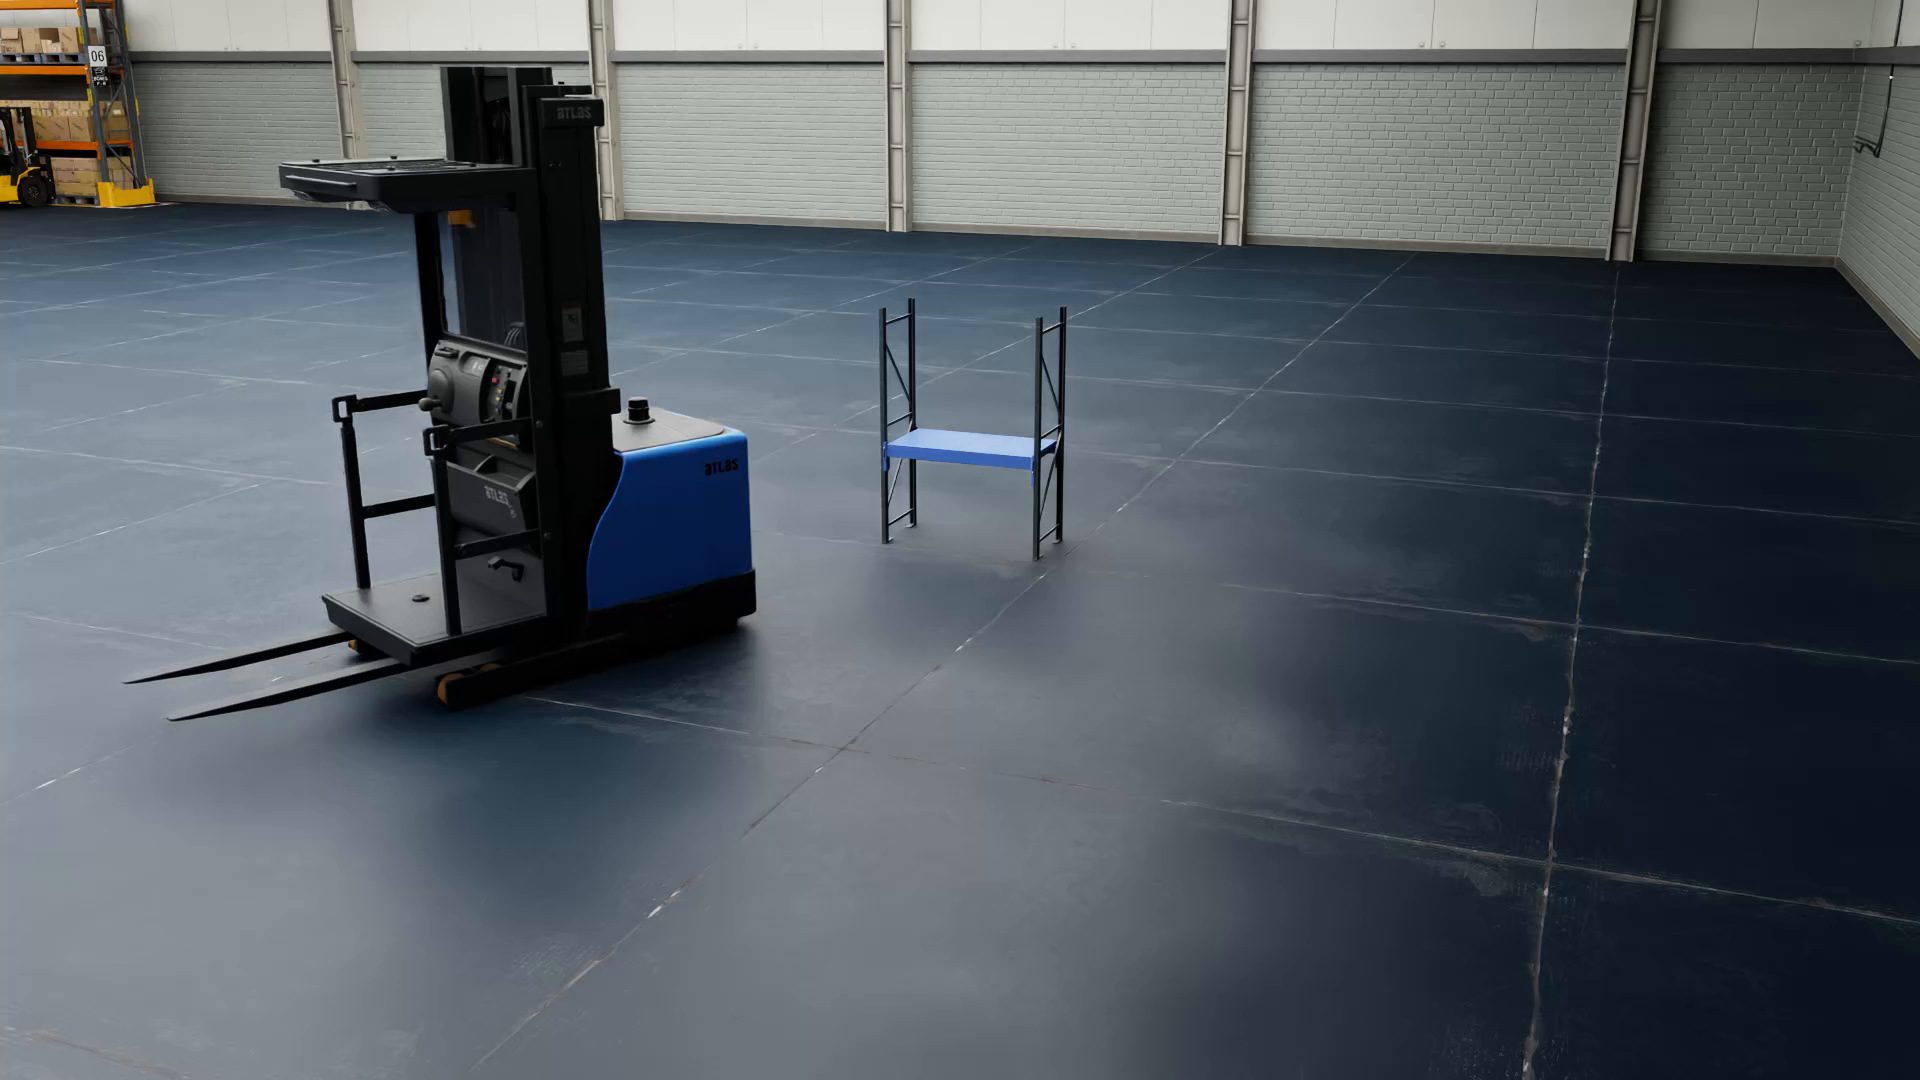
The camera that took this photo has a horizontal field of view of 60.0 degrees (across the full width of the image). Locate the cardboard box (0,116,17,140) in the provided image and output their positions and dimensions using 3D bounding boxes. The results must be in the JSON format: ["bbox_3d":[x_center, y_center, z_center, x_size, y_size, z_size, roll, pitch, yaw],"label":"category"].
[{"bbox_3d":[-19.946,-8.735,35.201,0.500,0.500,0.500,6,17,20],"label":"cardboard box"}]

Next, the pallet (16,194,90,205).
[{"bbox_3d":[-19.362,-7.344,35.593,1.213,0.211,1.003,6,17,21],"label":"pallet"}]

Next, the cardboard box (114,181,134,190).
[{"bbox_3d":[-17.889,-7.473,35.214,0.500,0.250,0.500,6,17,21],"label":"cardboard box"}]

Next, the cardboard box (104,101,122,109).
[{"bbox_3d":[-17.738,-9.083,34.705,0.250,0.149,0.380,6,17,20],"label":"cardboard box"}]

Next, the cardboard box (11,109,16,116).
[{"bbox_3d":[-19.845,-9.020,35.022,0.250,0.149,0.380,6,17,19],"label":"cardboard box"}]

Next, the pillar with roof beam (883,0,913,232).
[{"bbox_3d":[-2.656,-8.719,24.567,0.400,9.000,9.100,6,17,21],"label":"pillar with roof beam"}]

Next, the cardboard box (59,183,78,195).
[{"bbox_3d":[-18.516,-7.392,34.933,0.500,0.250,0.500,6,17,21],"label":"cardboard box"}]

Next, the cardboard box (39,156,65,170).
[{"bbox_3d":[-18.997,-7.918,34.954,0.500,0.250,0.500,7,17,21],"label":"cardboard box"}]

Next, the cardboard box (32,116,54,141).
[{"bbox_3d":[-19.014,-8.629,34.837,0.500,0.500,0.500,6,17,20],"label":"cardboard box"}]

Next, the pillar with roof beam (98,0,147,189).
[{"bbox_3d":[-19.400,-10.560,30.909,0.400,9.000,9.100,6,17,21],"label":"pillar with roof beam"}]

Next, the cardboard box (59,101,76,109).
[{"bbox_3d":[-18.409,-9.012,34.460,0.250,0.149,0.380,7,17,22],"label":"cardboard box"}]

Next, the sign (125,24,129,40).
[{"bbox_3d":[-17.295,-10.533,34.484,0.005,0.325,0.100,6,17,21],"label":"sign"}]

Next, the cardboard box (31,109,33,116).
[{"bbox_3d":[-19.331,-8.987,34.907,0.250,0.149,0.380,6,17,20],"label":"cardboard box"}]

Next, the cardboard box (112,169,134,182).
[{"bbox_3d":[-17.865,-7.714,35.148,0.500,0.250,0.500,7,17,22],"label":"cardboard box"}]

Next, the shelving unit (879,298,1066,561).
[{"bbox_3d":[0.079,-0.712,10.435,1.048,1.500,0.538,6,17,21],"label":"shelving unit"}]

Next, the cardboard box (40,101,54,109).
[{"bbox_3d":[-18.896,-9.055,34.607,0.250,0.149,0.380,7,18,22],"label":"cardboard box"}]

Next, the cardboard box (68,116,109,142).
[{"bbox_3d":[-18.058,-8.521,34.466,0.500,0.500,0.500,6,17,19],"label":"cardboard box"}]

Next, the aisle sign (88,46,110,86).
[{"bbox_3d":[-17.551,-9.656,33.893,0.004,0.787,0.394,6,17,21],"label":"aisle sign"}]

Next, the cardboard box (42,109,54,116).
[{"bbox_3d":[-18.889,-8.917,34.668,0.250,0.149,0.380,6,17,19],"label":"cardboard box"}]

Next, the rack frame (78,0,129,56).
[{"bbox_3d":[-17.504,-11.372,33.705,0.127,3.000,1.000,6,17,21],"label":"rack frame"}]

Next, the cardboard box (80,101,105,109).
[{"bbox_3d":[-17.914,-8.975,34.333,0.250,0.149,0.380,6,17,21],"label":"cardboard box"}]

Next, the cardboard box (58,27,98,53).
[{"bbox_3d":[-18.005,-10.211,33.975,0.500,0.500,0.500,7,18,22],"label":"cardboard box"}]

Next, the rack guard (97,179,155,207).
[{"bbox_3d":[-17.482,-7.288,34.881,0.348,0.500,1.175,6,17,21],"label":"rack guard"}]

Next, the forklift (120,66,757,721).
[{"bbox_3d":[-2.533,-0.770,8.068,3.031,2.935,1.130,-15,22,-41],"label":"forklift"}]

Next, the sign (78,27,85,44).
[{"bbox_3d":[-17.716,-10.179,33.531,0.005,0.325,0.100,6,17,21],"label":"sign"}]

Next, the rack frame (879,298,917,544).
[{"bbox_3d":[-0.394,-0.764,10.614,0.032,1.500,0.500,6,17,21],"label":"rack frame"}]

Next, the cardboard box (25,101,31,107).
[{"bbox_3d":[-19.343,-9.131,34.869,0.250,0.149,0.380,7,17,21],"label":"cardboard box"}]

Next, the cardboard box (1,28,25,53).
[{"bbox_3d":[-19.451,-10.413,34.665,0.637,0.503,0.797,7,18,22],"label":"cardboard box"}]

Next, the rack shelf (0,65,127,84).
[{"bbox_3d":[-19.364,-9.791,34.928,4.000,0.370,1.077,6,17,21],"label":"rack shelf"}]

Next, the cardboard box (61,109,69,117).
[{"bbox_3d":[-18.397,-8.874,34.518,0.250,0.149,0.380,7,17,22],"label":"cardboard box"}]

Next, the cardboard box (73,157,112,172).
[{"bbox_3d":[-18.047,-7.818,34.610,0.500,0.250,0.500,7,18,22],"label":"cardboard box"}]

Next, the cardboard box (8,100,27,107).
[{"bbox_3d":[-19.810,-9.182,35.044,0.250,0.149,0.380,6,17,20],"label":"cardboard box"}]

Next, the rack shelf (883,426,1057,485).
[{"bbox_3d":[0.079,-0.539,10.485,1.000,0.185,0.538,6,17,21],"label":"rack shelf"}]

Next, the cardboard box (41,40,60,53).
[{"bbox_3d":[-18.622,-10.149,34.179,0.258,0.266,0.396,6,17,21],"label":"cardboard box"}]

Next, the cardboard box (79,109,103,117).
[{"bbox_3d":[-17.929,-8.813,34.309,0.250,0.149,0.380,7,17,21],"label":"cardboard box"}]

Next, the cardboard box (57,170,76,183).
[{"bbox_3d":[-18.534,-7.635,34.875,0.500,0.250,0.500,6,17,20],"label":"cardboard box"}]

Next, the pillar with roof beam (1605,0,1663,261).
[{"bbox_3d":[8.507,-7.492,20.338,0.400,9.000,9.100,6,17,21],"label":"pillar with roof beam"}]

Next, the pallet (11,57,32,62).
[{"bbox_3d":[-20.422,-10.218,35.267,1.213,0.211,1.003,6,17,21],"label":"pallet"}]

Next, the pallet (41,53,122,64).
[{"bbox_3d":[-18.152,-9.968,34.408,1.213,0.211,1.003,6,17,21],"label":"pallet"}]
